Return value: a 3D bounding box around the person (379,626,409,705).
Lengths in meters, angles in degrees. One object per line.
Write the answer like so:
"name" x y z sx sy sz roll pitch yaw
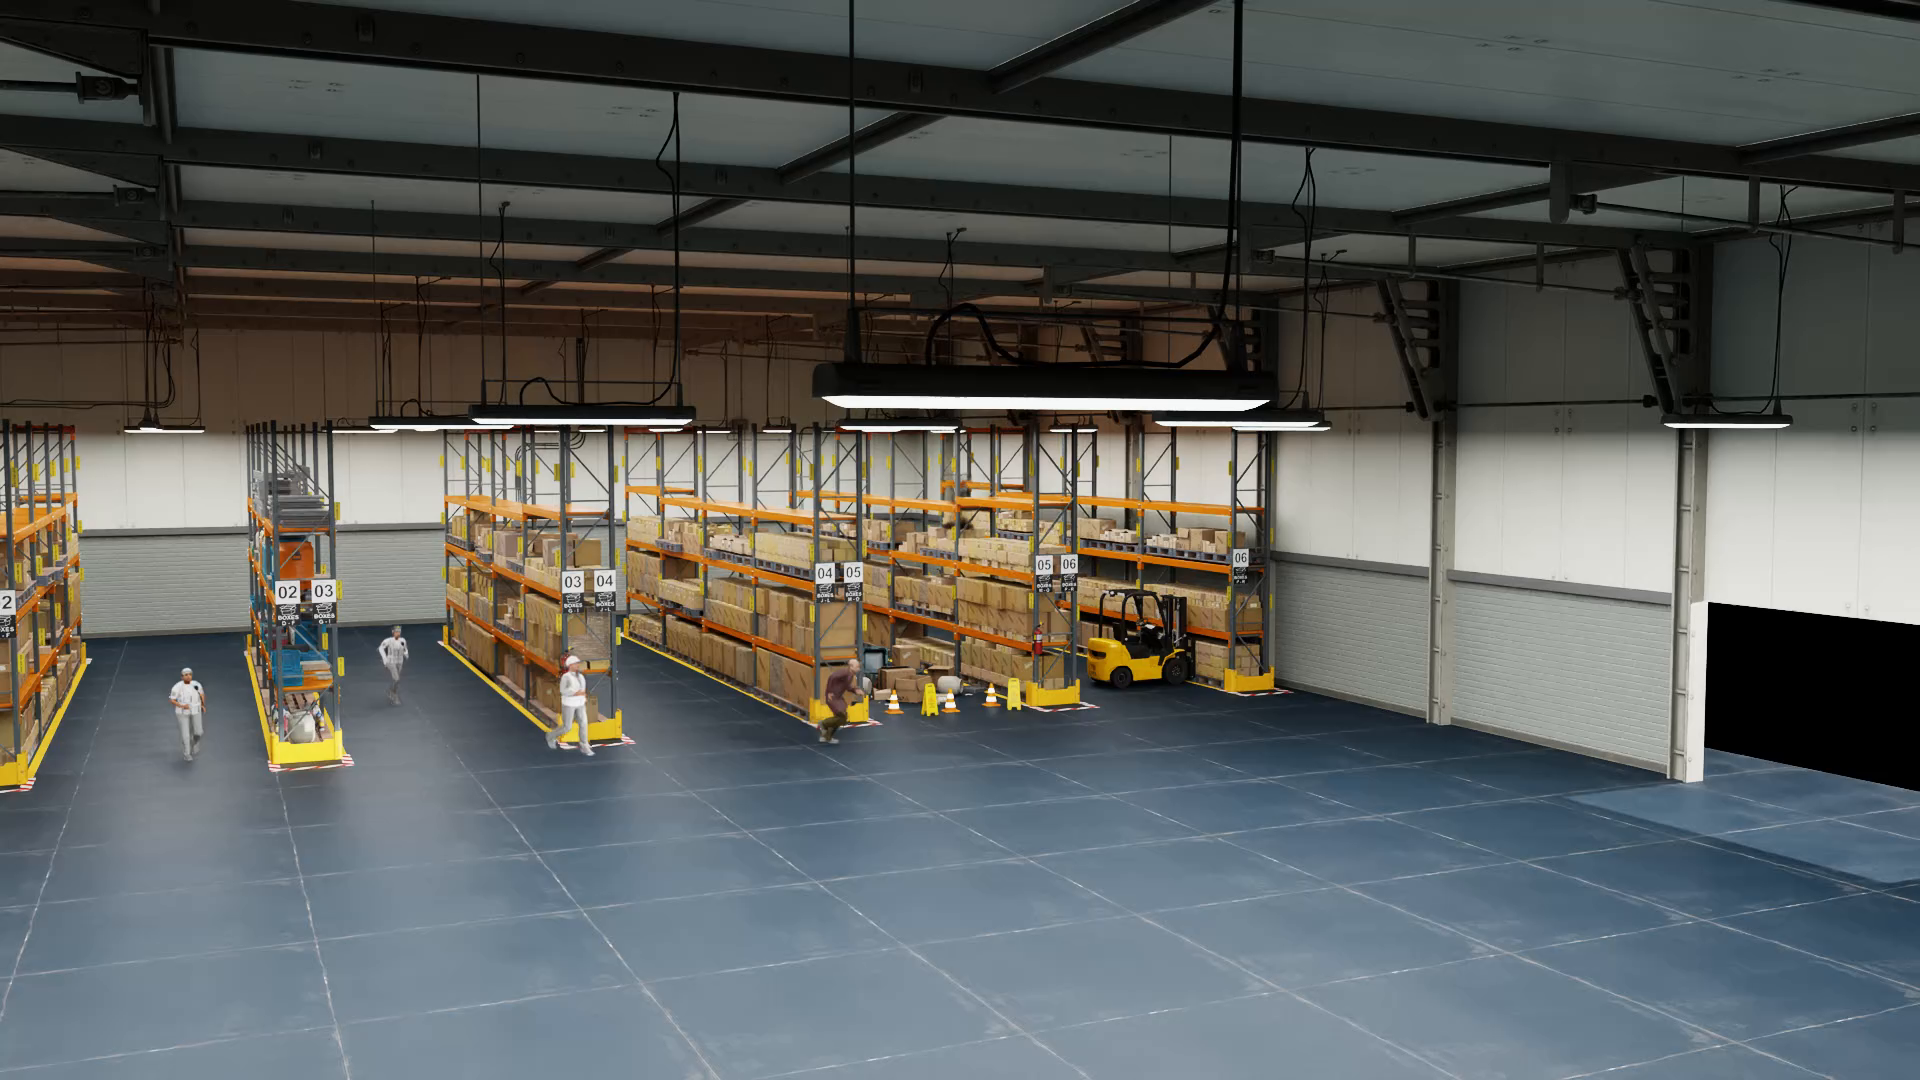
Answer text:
"person" -12.091 2.682 35.596 0.833 1.734 0.546 3 5 42

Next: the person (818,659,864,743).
"person" -2.210 2.987 30.877 0.845 1.569 0.737 1 4 11

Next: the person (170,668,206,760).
"person" -13.610 3.076 29.385 0.599 1.628 0.539 -3 4 -37

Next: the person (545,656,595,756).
"person" -6.987 2.967 29.905 0.963 1.785 0.668 2 4 30
